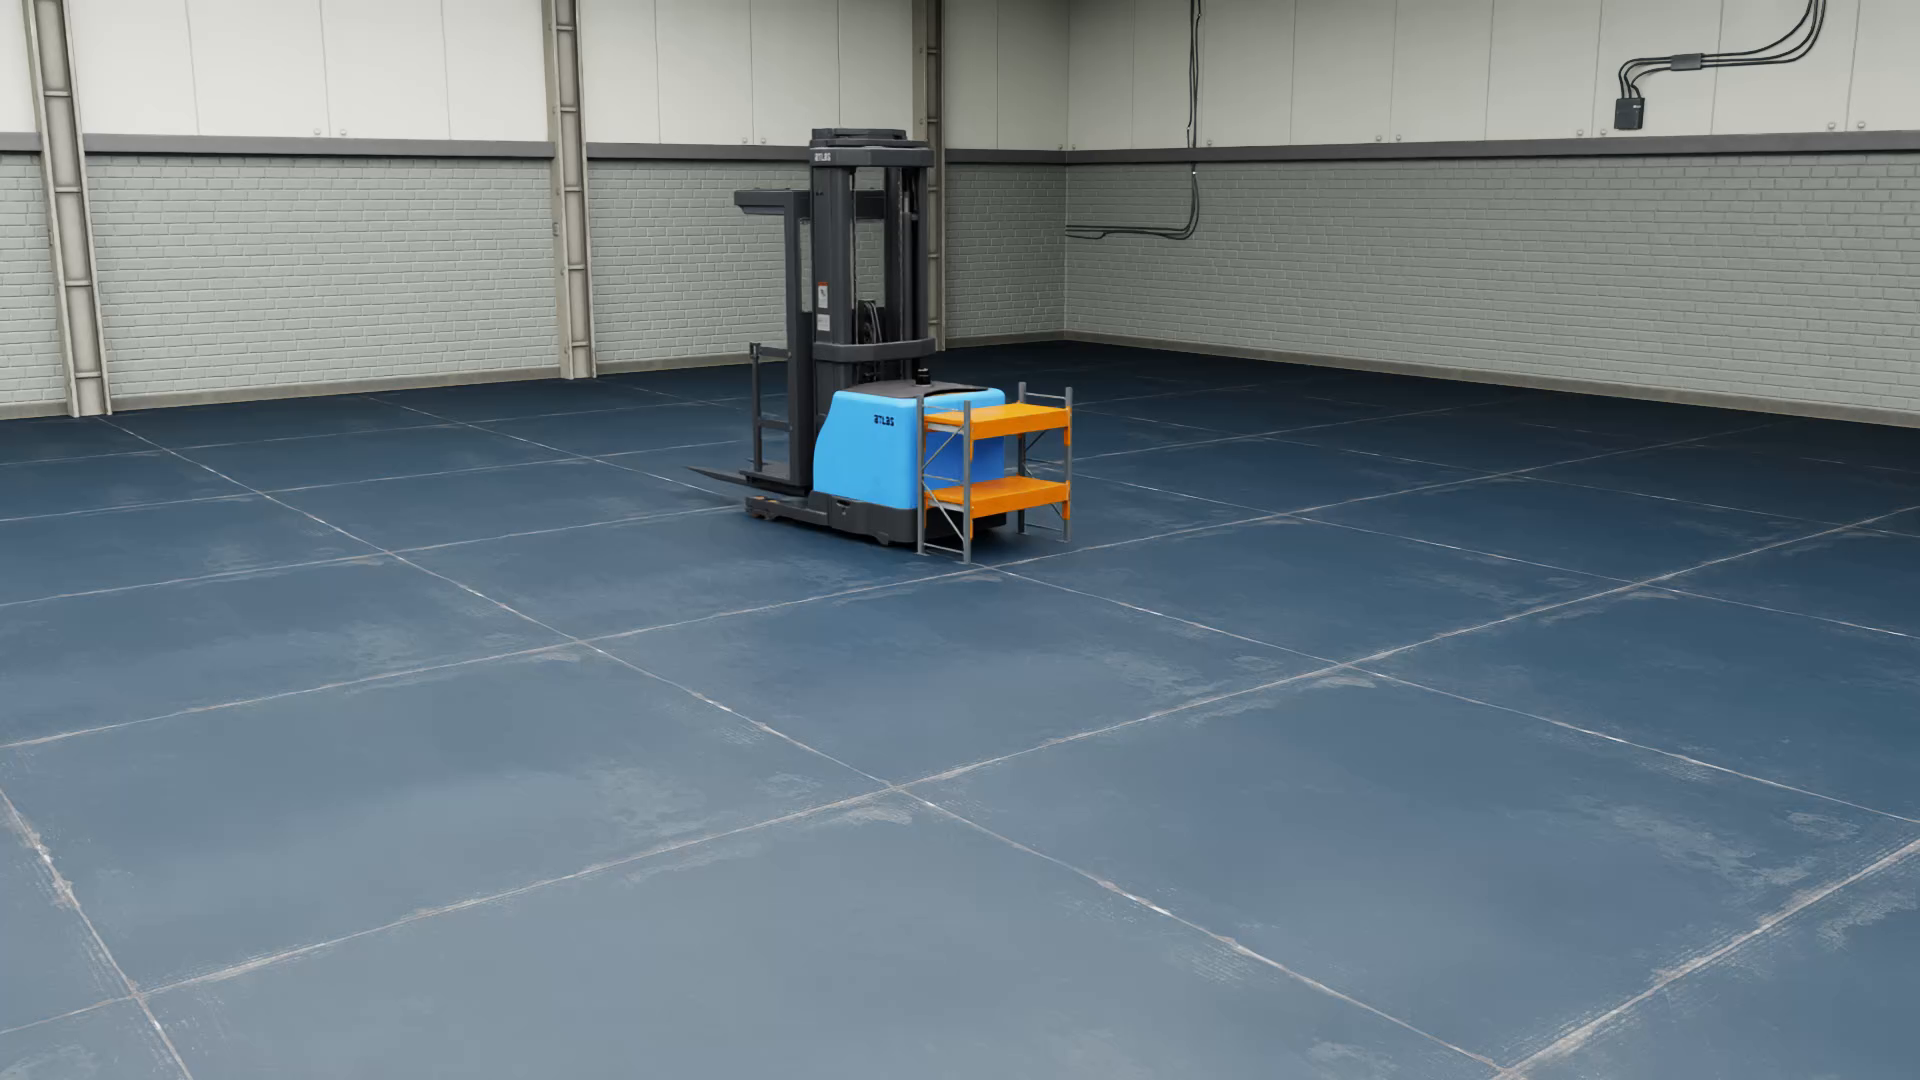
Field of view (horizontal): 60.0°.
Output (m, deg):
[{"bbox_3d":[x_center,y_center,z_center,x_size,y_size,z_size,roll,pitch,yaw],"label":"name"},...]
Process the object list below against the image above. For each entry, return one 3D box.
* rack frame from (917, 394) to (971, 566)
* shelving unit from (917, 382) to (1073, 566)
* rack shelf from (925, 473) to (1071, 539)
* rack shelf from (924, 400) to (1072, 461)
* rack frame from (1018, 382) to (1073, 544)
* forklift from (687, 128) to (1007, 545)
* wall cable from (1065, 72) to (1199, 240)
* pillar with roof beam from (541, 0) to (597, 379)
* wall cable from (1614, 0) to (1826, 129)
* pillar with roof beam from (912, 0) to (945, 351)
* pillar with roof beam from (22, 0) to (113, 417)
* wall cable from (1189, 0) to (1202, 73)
[{"bbox_3d":[-0.112,-0.416,11.379,0.032,1.125,0.500,-11,17,-43],"label":"rack frame"},{"bbox_3d":[0.251,-0.490,11.727,1.048,1.125,0.538,-11,17,-43],"label":"shelving unit"},{"bbox_3d":[0.251,-0.251,11.778,1.000,0.278,0.538,-11,17,-43],"label":"rack shelf"},{"bbox_3d":[0.251,-0.776,11.666,1.000,0.278,0.538,-11,17,-43],"label":"rack shelf"},{"bbox_3d":[0.614,-0.564,12.075,0.032,1.125,0.500,-11,17,-43],"label":"rack frame"},{"bbox_3d":[-1.019,-1.640,12.797,1.130,2.935,3.031,-11,16,-41],"label":"forklift"},{"bbox_3d":[2.648,-6.031,26.340,0.112,2.526,3.097,-9,15,-38],"label":"wall cable"},{"bbox_3d":[-2.474,-5.905,18.273,0.400,9.000,9.100,-9,15,-38],"label":"pillar with roof beam"},{"bbox_3d":[8.566,-7.671,18.403,0.169,6.003,2.305,-9,15,-38],"label":"wall cable"},{"bbox_3d":[2.211,-6.684,21.939,0.400,9.000,9.100,-9,15,-38],"label":"pillar with roof beam"},{"bbox_3d":[-7.159,-5.126,14.606,0.400,9.000,9.100,-9,15,-38],"label":"pillar with roof beam"},{"bbox_3d":[4.338,-8.062,23.749,0.112,2.526,3.097,-9,15,-38],"label":"wall cable"}]
